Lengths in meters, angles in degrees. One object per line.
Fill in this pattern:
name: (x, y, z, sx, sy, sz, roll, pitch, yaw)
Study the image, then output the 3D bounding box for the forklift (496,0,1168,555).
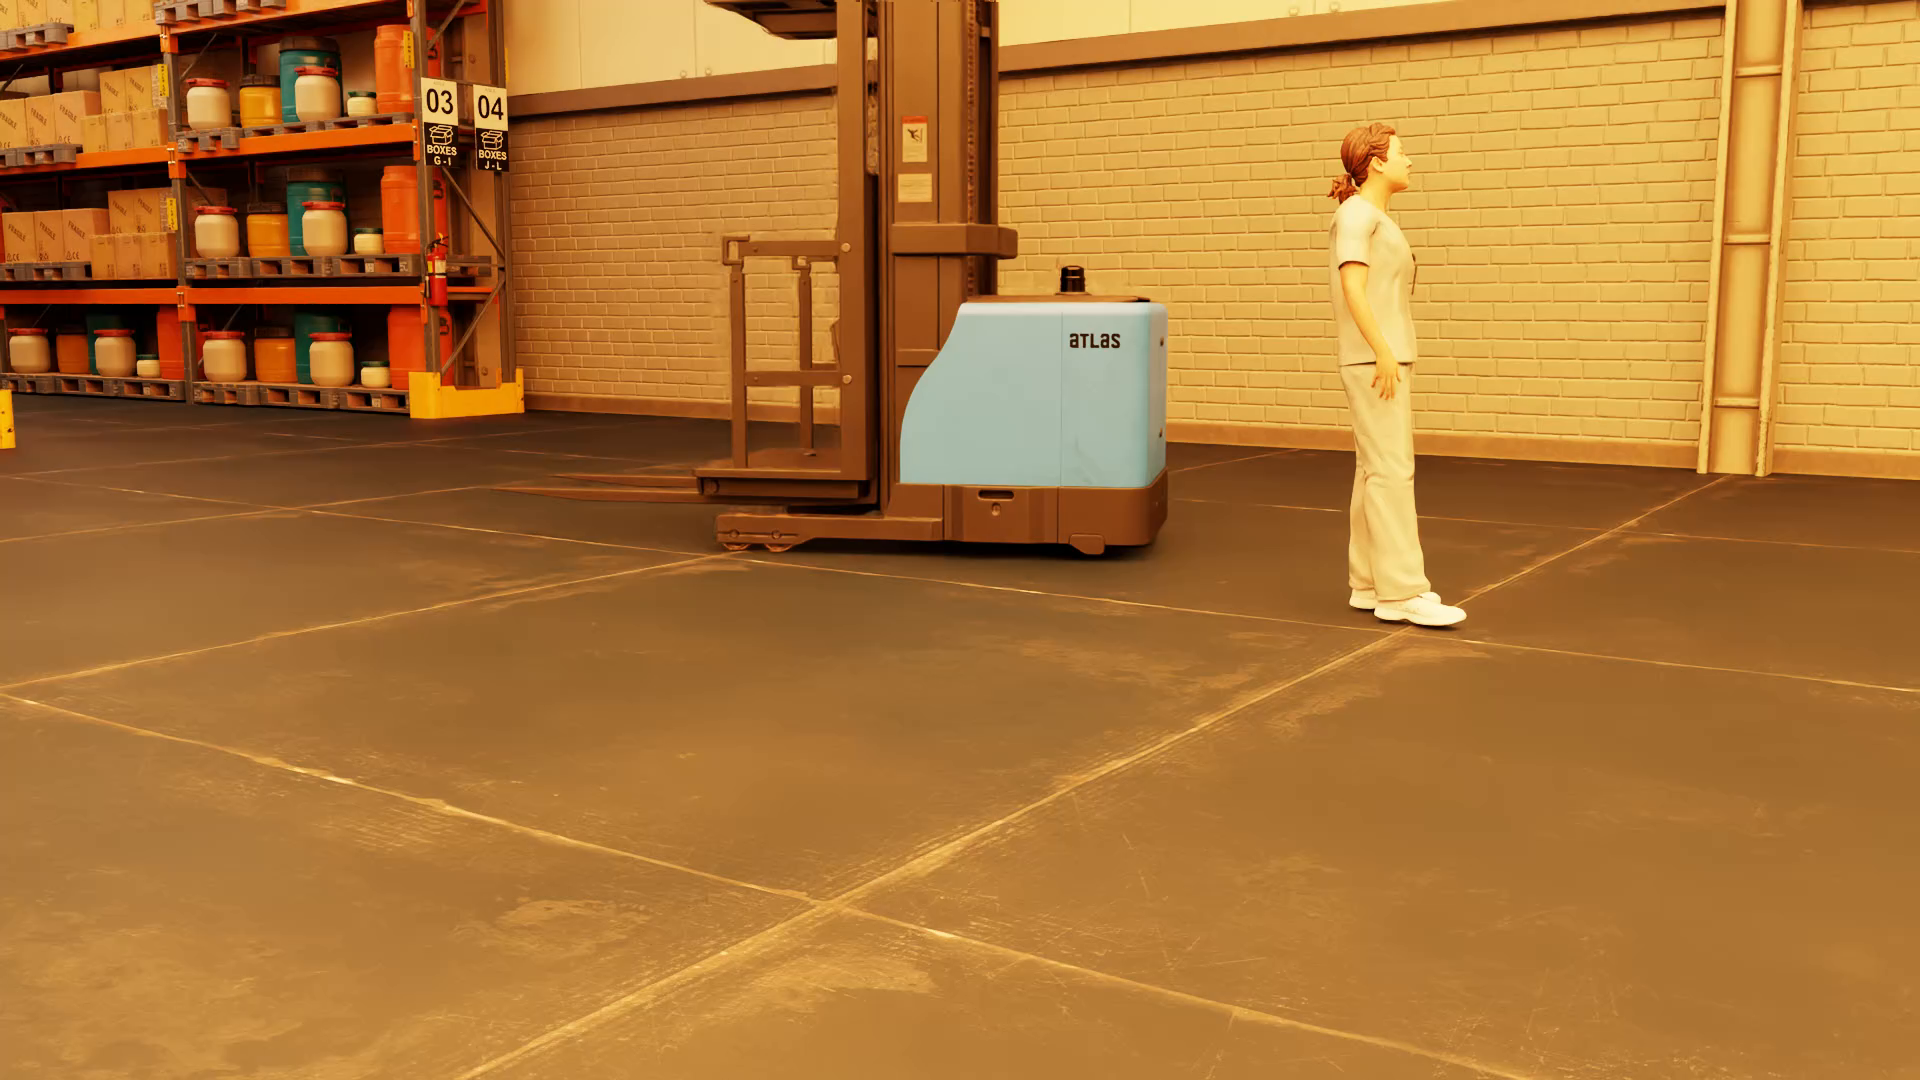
forklift: (-0.596, -1.469, 7.520, 3.031, 2.935, 1.130, 2, 8, 12)

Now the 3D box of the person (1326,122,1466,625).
person: (1.507, -0.584, 5.703, 0.548, 1.673, 0.551, 3, 9, 21)
